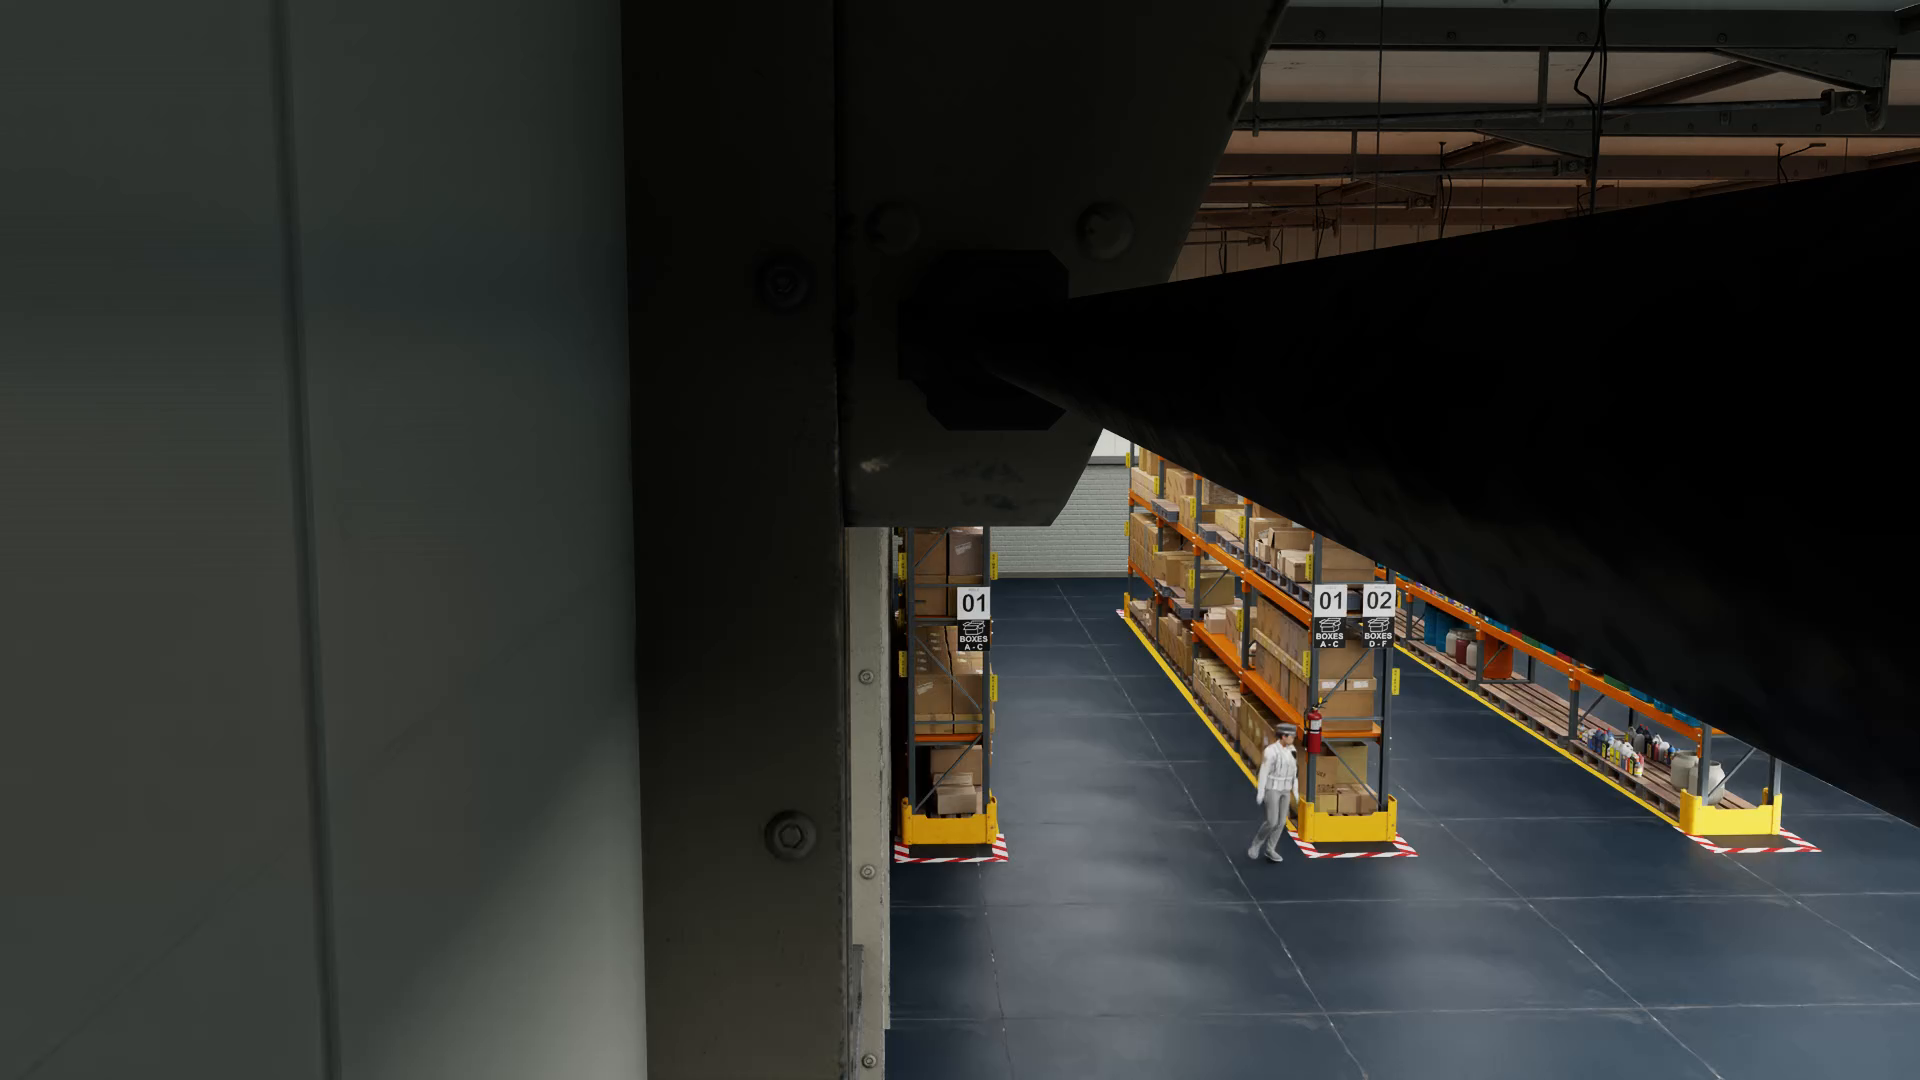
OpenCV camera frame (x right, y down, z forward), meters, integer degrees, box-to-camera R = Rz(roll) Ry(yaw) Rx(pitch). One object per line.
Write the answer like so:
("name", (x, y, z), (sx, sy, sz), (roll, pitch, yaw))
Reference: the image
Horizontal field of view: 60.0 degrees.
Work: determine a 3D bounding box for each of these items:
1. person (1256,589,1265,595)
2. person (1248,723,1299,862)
("person", (6.462, 1.155, 34.595), (0.605, 1.497, 1.023), (1, 7, 5))
("person", (3.730, 2.977, 19.711), (0.586, 1.649, 0.423), (-4, 8, -30))
